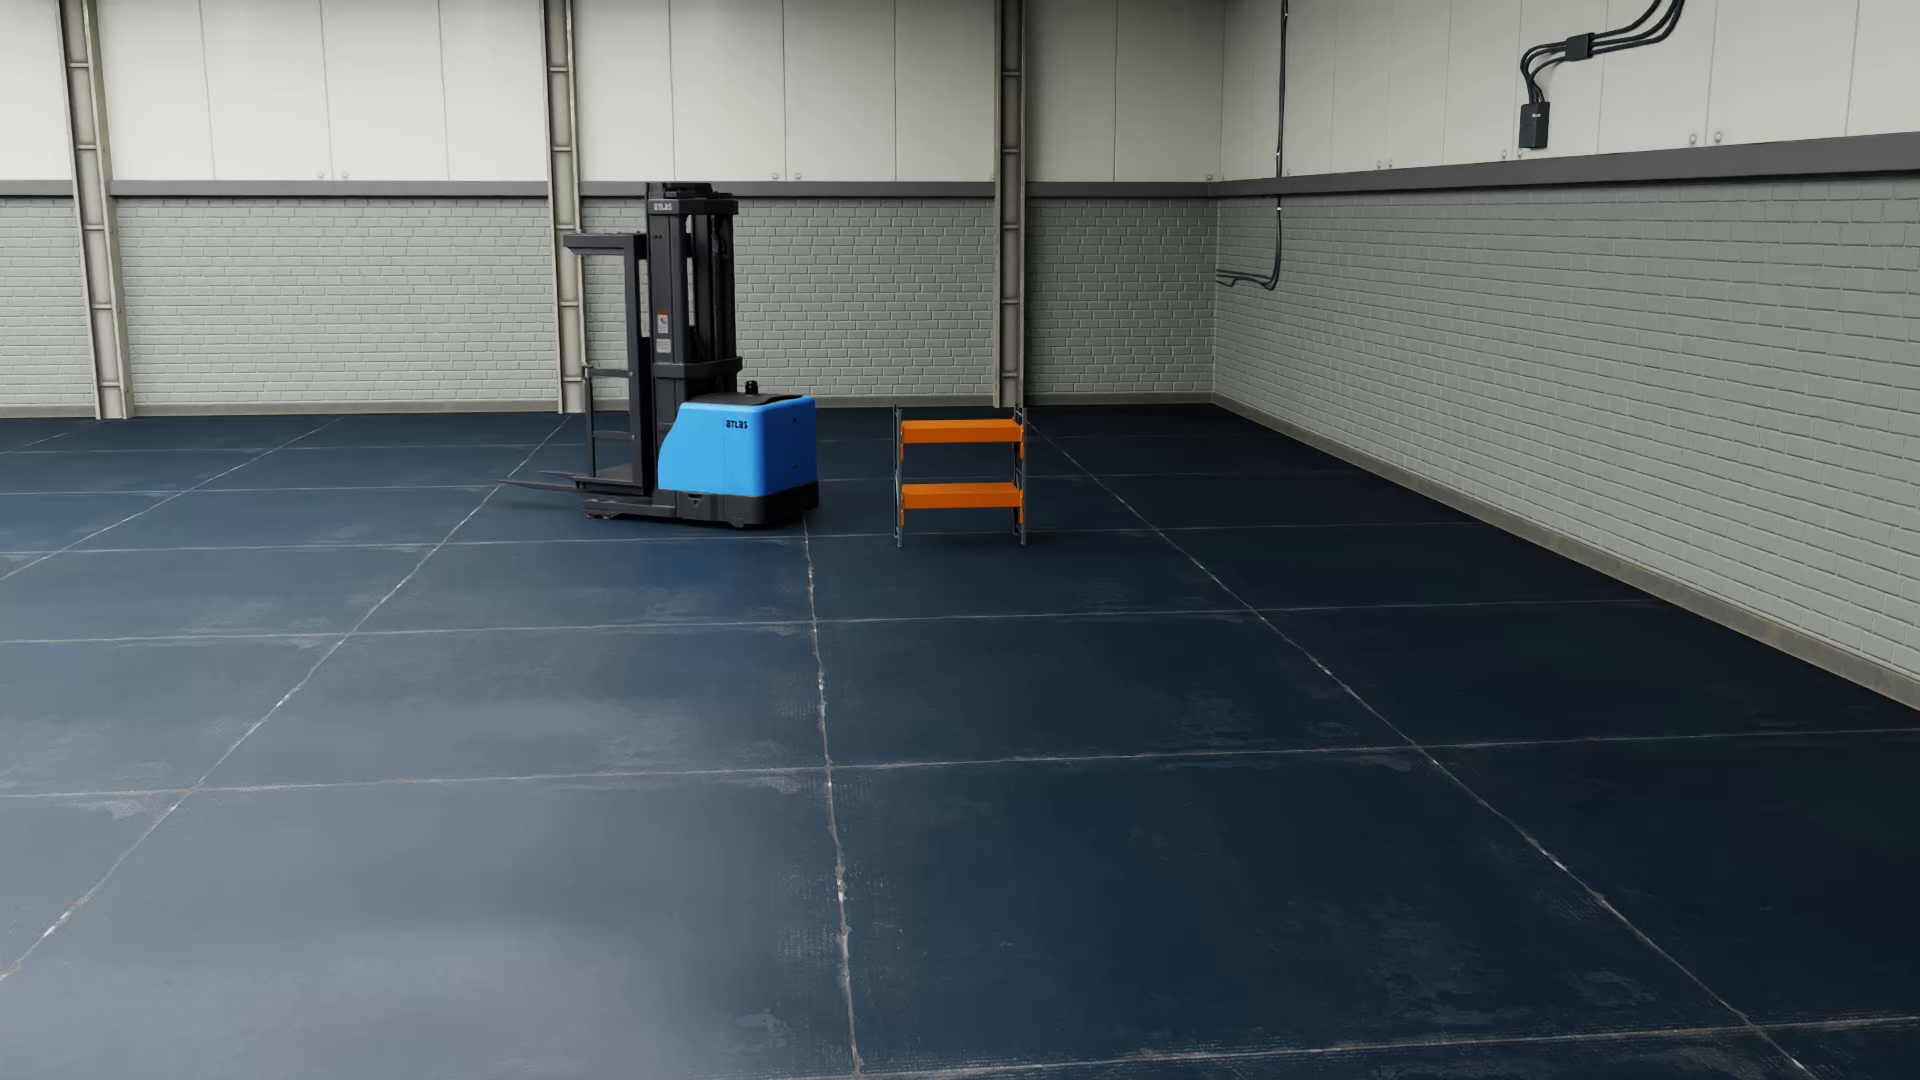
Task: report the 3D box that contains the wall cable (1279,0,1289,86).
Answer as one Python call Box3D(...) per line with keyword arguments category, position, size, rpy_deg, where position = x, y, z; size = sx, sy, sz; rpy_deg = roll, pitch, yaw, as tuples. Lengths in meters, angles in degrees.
Box3D(category="wall cable", position=(4.043, -6.541, 18.767), size=(0.112, 2.526, 3.097), rpy_deg=(-1, 11, -6))

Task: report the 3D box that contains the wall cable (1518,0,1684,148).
Box3D(category="wall cable", position=(4.760, -5.953, 12.004), size=(0.169, 6.003, 2.305), rpy_deg=(-1, 11, -6))

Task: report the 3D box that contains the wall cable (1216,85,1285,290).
Box3D(category="wall cable", position=(3.751, -4.581, 21.894), size=(0.112, 2.526, 3.097), rpy_deg=(-1, 11, -6))

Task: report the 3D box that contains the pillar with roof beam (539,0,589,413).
Box3D(category="pillar with roof beam", position=(-4.821, -5.347, 17.737), size=(0.400, 9.000, 9.100), rpy_deg=(-1, 11, -6))

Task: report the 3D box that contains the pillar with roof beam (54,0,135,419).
Box3D(category="pillar with roof beam", position=(-10.786, -5.222, 17.101), size=(0.400, 9.000, 9.100), rpy_deg=(-1, 11, -6))

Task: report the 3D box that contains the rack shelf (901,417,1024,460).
Box3D(category="rack shelf", position=(-0.007, -0.839, 13.702), size=(1.000, 0.278, 0.538), rpy_deg=(-1, 11, -6))

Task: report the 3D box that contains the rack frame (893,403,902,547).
Box3D(category="rack frame", position=(-0.512, -0.541, 13.705), size=(0.032, 1.125, 0.500), rpy_deg=(-1, 11, -6))

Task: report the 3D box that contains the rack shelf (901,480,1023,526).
Box3D(category="rack shelf", position=(-0.007, -0.312, 13.806), size=(1.000, 0.278, 0.538), rpy_deg=(-1, 11, -6))

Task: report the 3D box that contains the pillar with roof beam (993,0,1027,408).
Box3D(category="pillar with roof beam", position=(1.144, -5.472, 18.372), size=(0.400, 9.000, 9.100), rpy_deg=(-1, 11, -6))

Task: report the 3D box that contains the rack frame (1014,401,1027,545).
Box3D(category="rack frame", position=(0.499, -0.562, 13.813), size=(0.032, 1.125, 0.500), rpy_deg=(-1, 11, -6))

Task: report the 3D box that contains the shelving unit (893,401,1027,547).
Box3D(category="shelving unit", position=(-0.007, -0.552, 13.759), size=(1.048, 1.125, 0.538), rpy_deg=(-1, 11, -6))

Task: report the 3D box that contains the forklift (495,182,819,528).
Box3D(category="forklift", position=(-2.834, -1.709, 14.965), size=(3.031, 2.935, 1.130), rpy_deg=(5, 12, 25))
